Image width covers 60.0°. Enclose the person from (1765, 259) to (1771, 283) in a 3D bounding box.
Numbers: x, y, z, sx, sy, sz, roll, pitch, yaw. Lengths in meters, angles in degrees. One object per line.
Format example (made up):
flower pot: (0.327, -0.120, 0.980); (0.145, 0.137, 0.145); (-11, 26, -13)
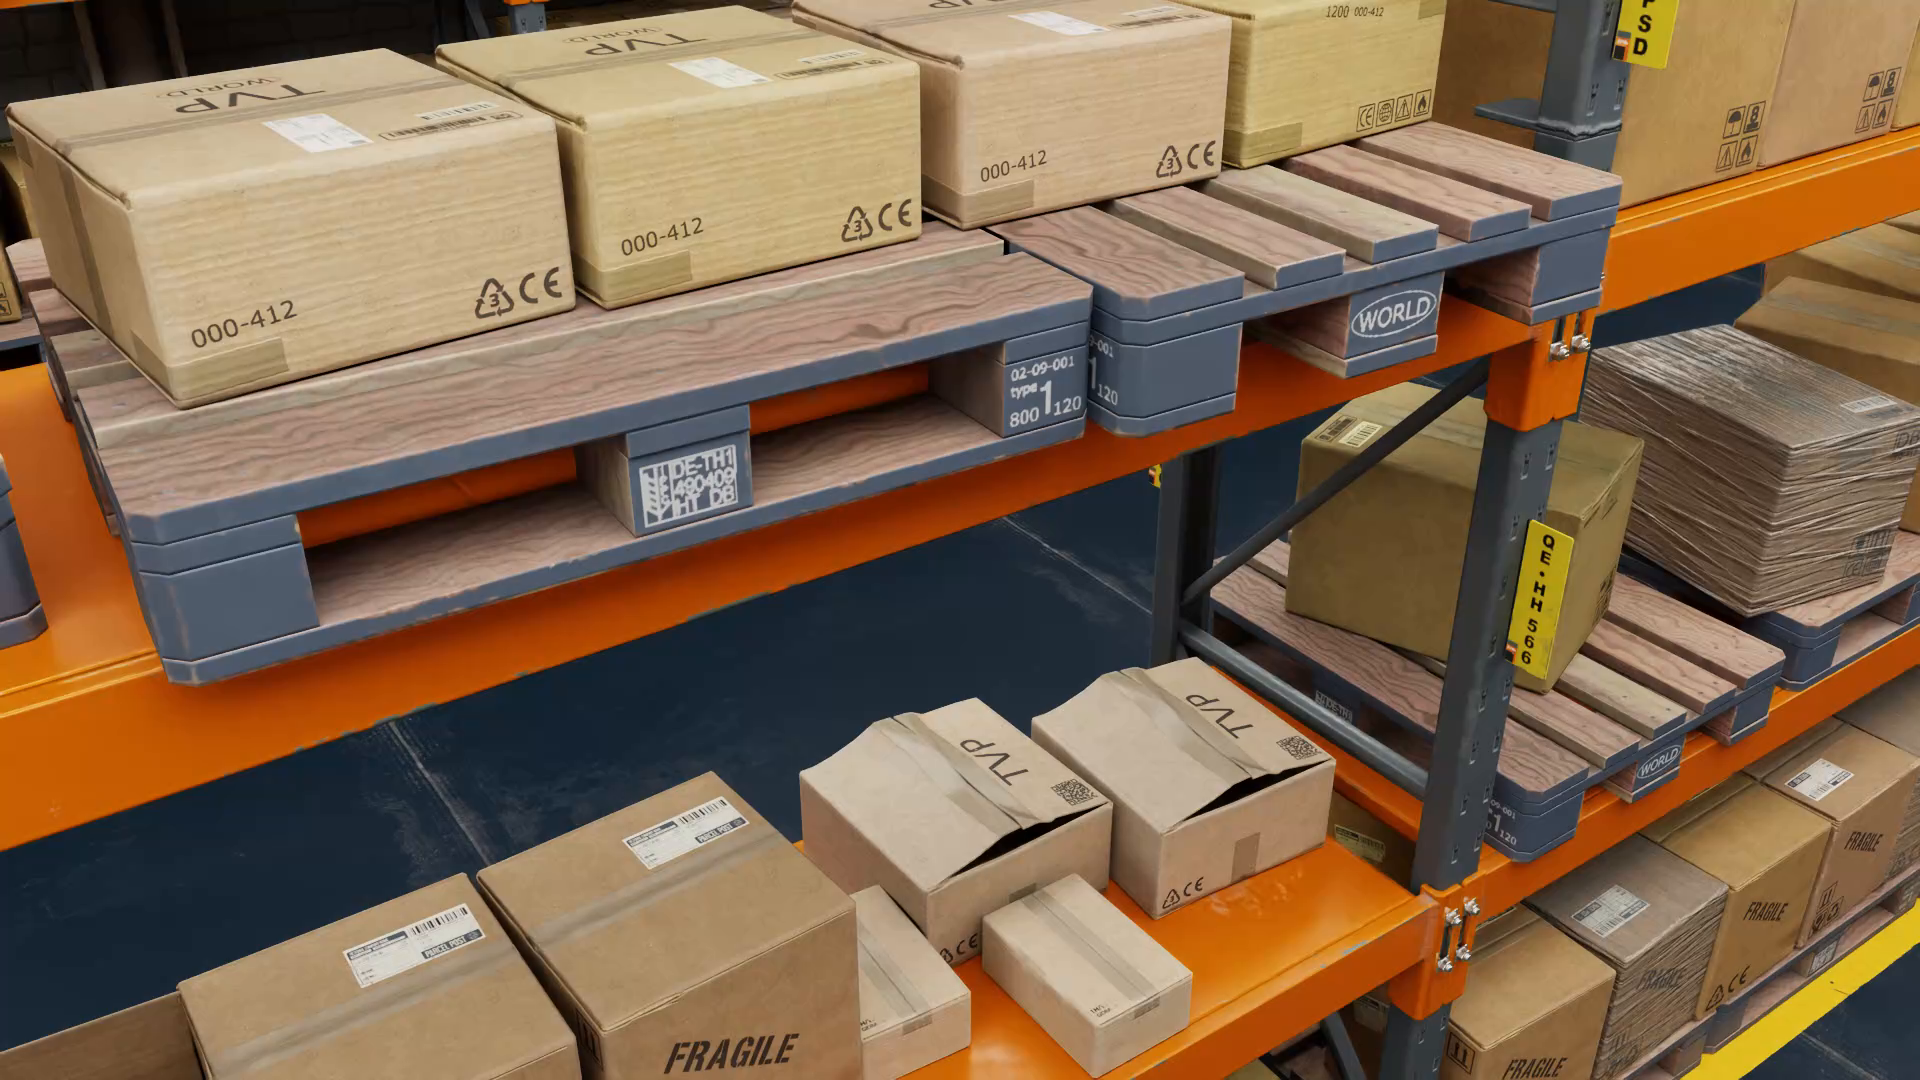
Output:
person: (4.161, -1.160, 8.214); (0.639, 1.660, 0.454); (-16, 33, -27)
